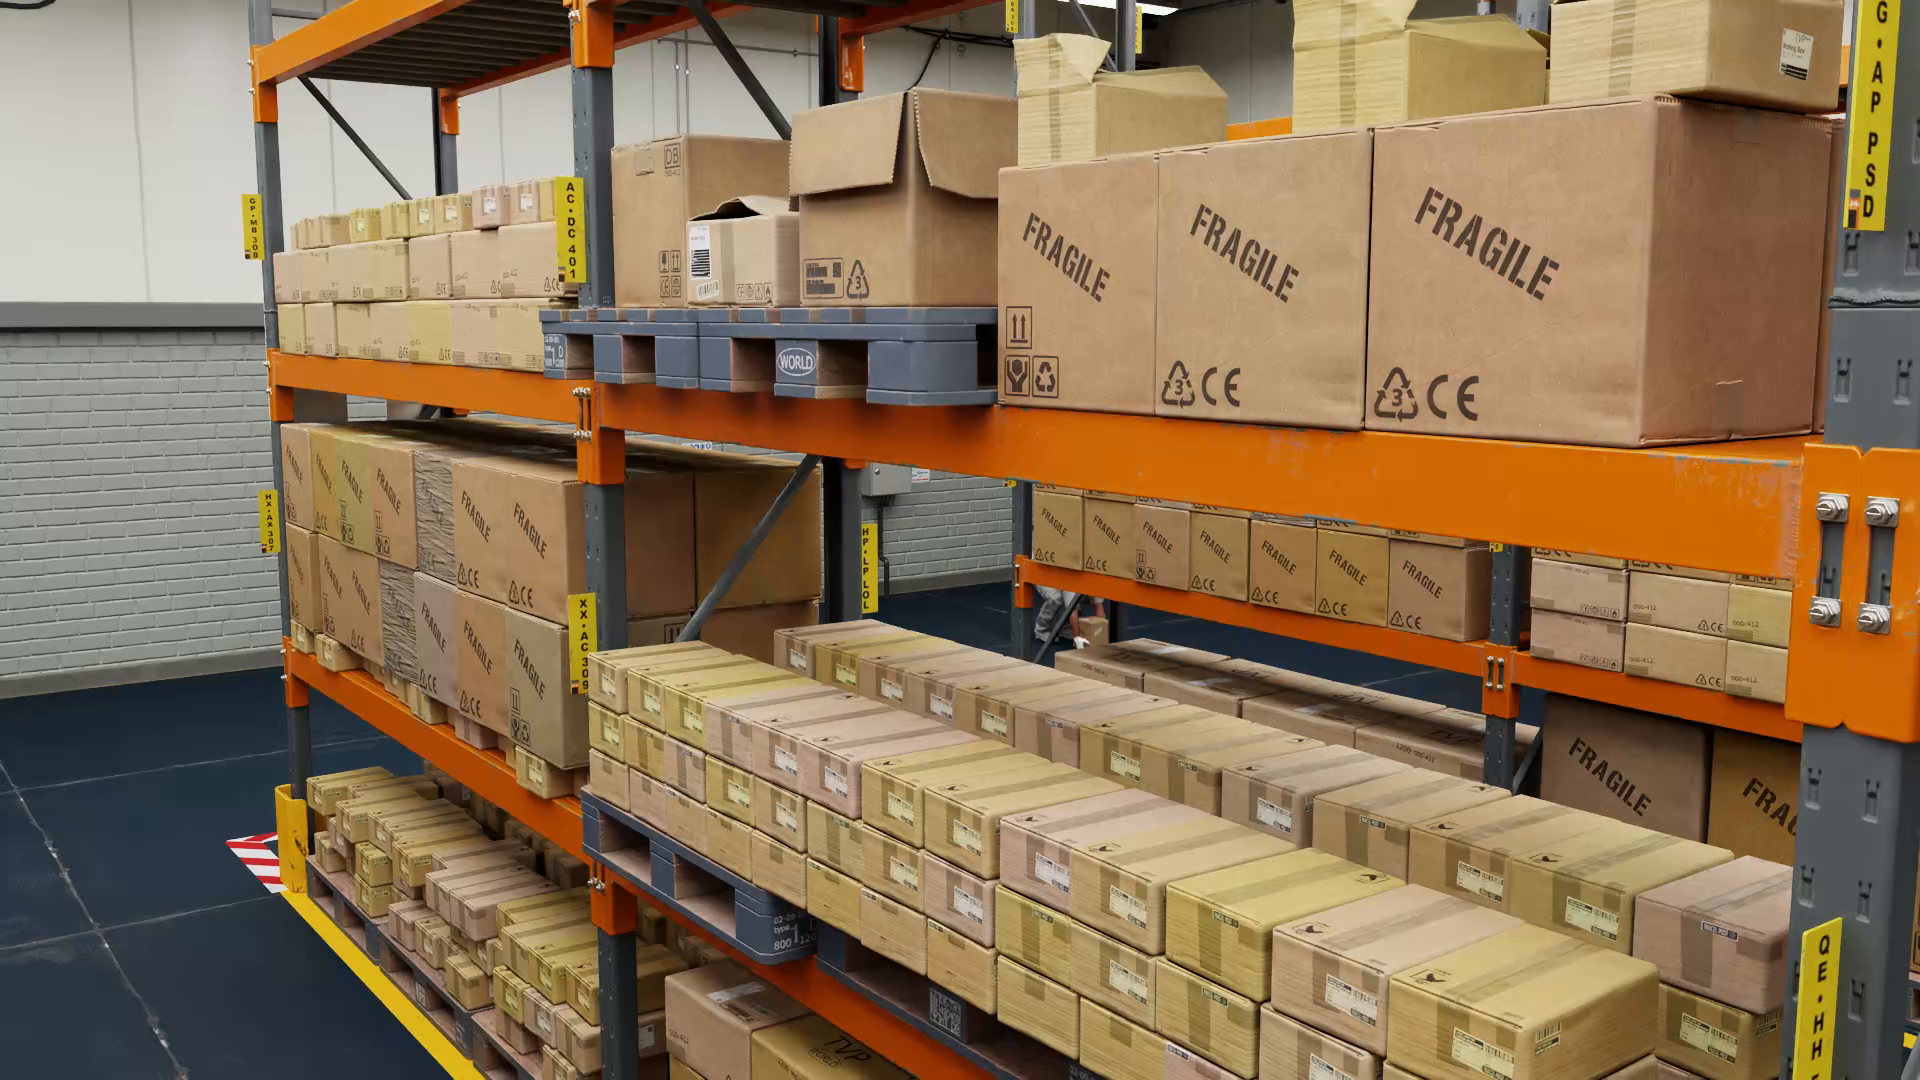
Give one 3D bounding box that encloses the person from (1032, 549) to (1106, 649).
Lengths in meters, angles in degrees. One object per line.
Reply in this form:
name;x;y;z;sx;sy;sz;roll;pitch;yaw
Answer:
person;1.021;0.504;15.314;0.534;0.917;0.986;-6;10;-38
